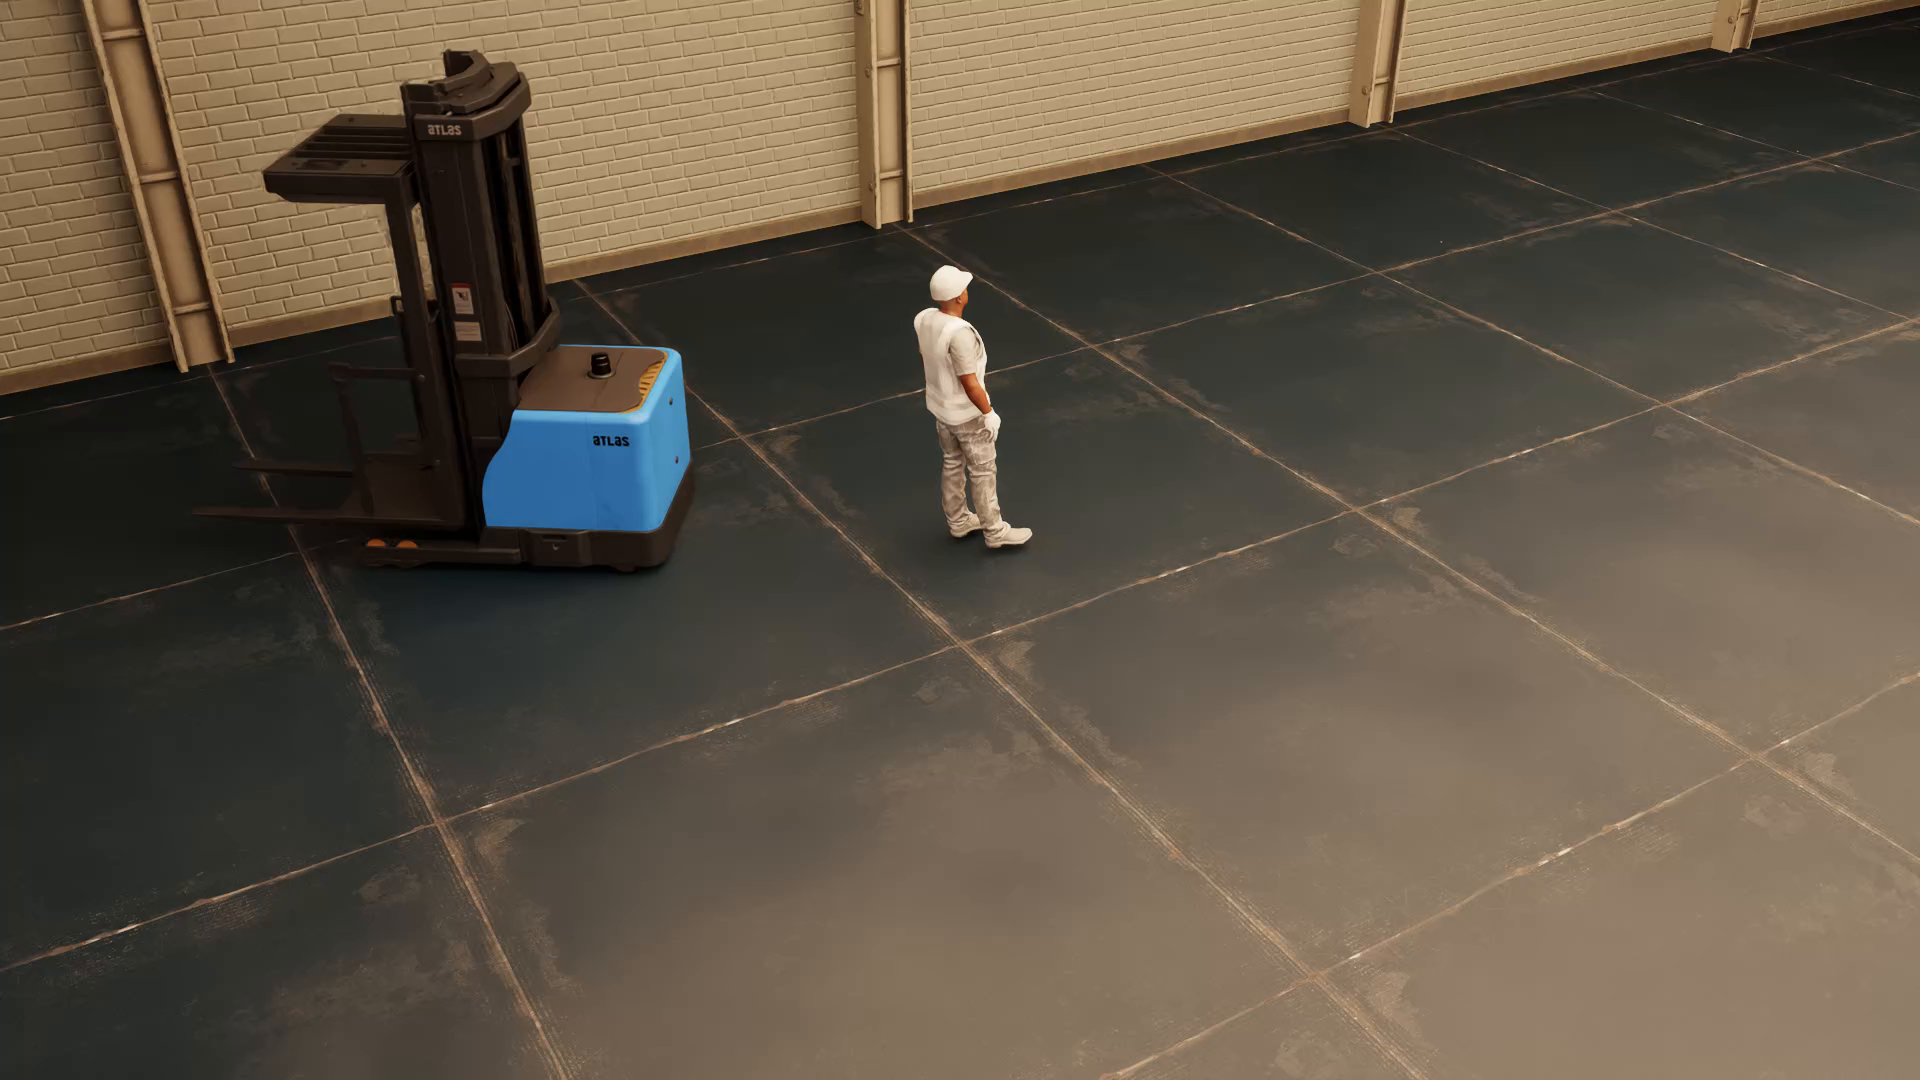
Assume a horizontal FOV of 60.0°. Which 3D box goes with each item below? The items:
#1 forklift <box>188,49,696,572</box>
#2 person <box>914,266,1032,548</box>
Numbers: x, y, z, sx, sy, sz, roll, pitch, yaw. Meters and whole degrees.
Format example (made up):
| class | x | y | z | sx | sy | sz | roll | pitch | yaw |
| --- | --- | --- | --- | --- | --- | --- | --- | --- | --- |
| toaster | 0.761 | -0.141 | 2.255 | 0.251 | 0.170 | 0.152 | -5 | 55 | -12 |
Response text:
| class | x | y | z | sx | sy | sz | roll | pitch | yaw |
| --- | --- | --- | --- | --- | --- | --- | --- | --- | --- |
| forklift | -3.273 | -1.352 | 9.905 | 3.031 | 2.935 | 1.130 | 2 | 31 | 3 |
| person | 0.066 | -0.821 | 10.044 | 0.575 | 1.784 | 0.656 | -17 | 35 | -26 |
